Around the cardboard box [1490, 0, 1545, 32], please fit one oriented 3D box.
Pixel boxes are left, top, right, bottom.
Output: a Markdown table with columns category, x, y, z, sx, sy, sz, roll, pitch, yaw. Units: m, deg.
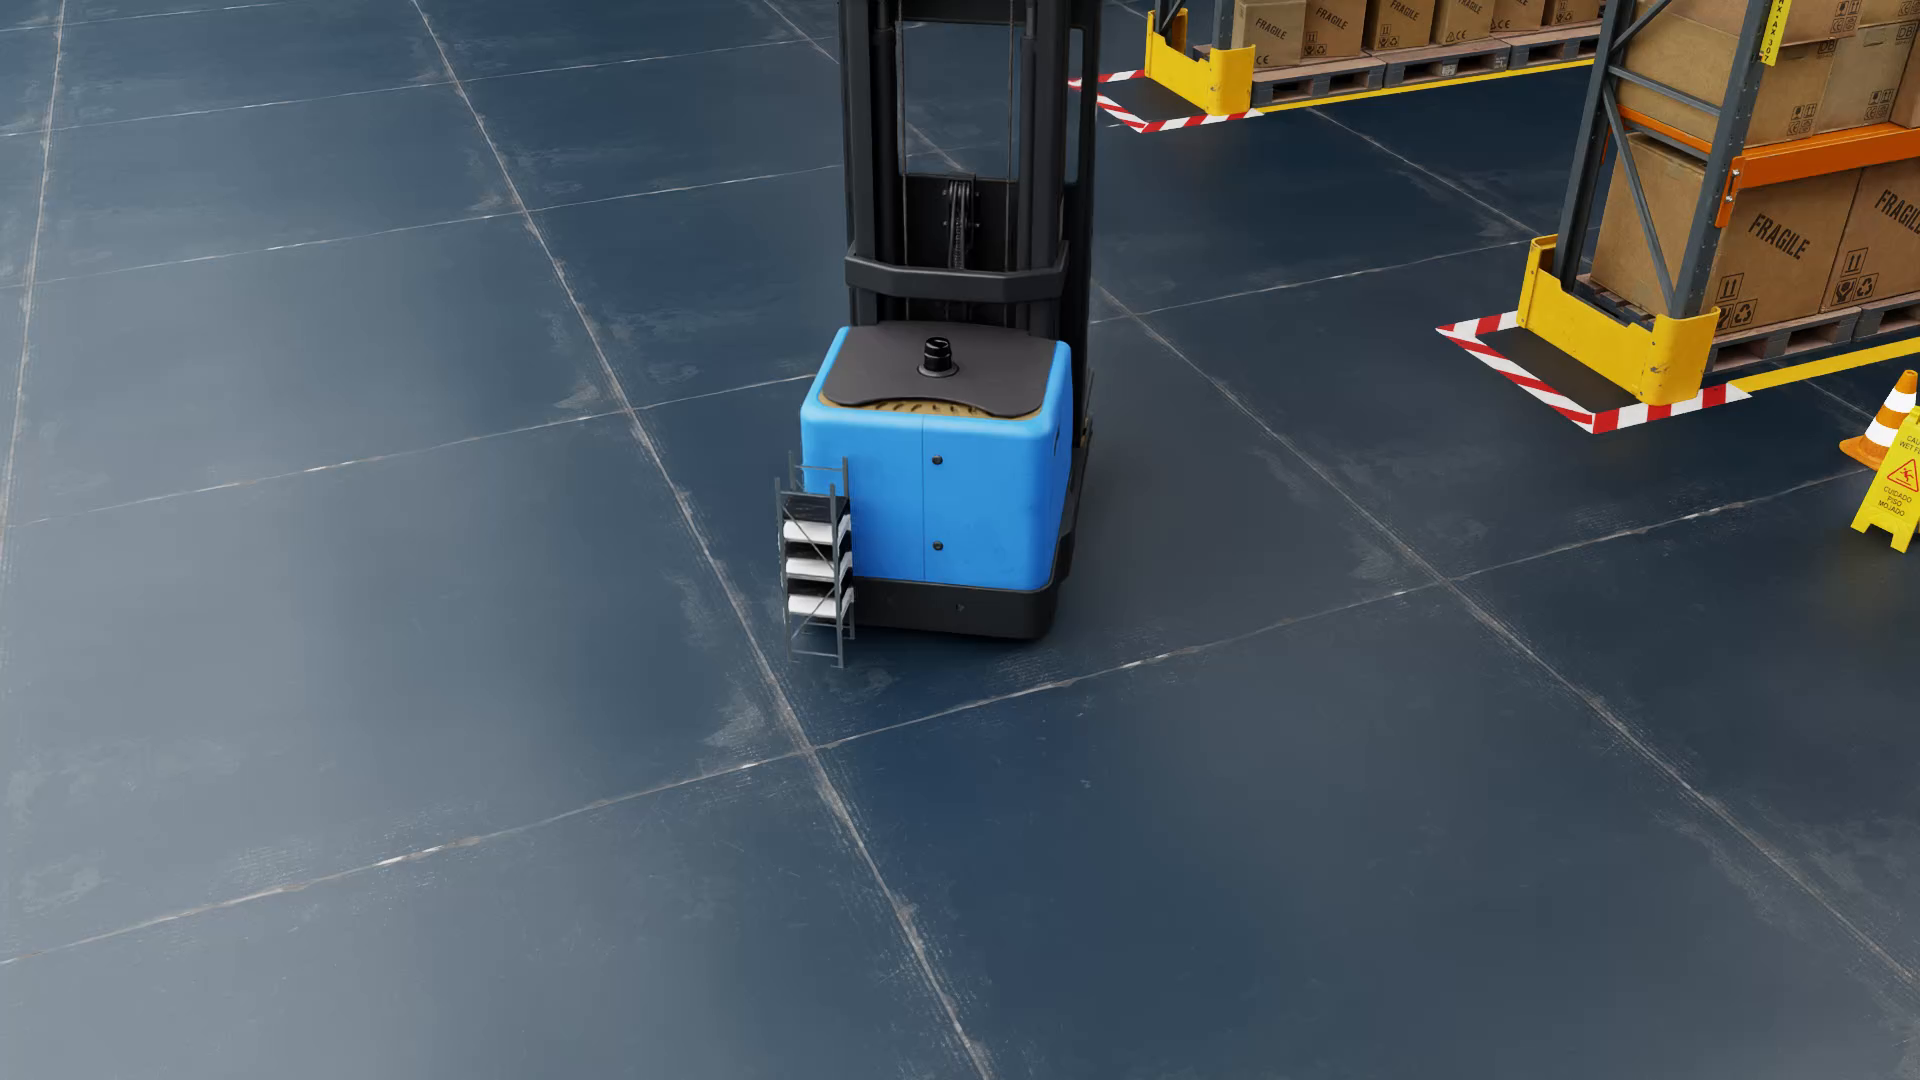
| category | x | y | z | sx | sy | sz | roll | pitch | yaw |
| --- | --- | --- | --- | --- | --- | --- | --- | --- | --- |
| cardboard box | 4.582 | -4.592 | 13.963 | 0.500 | 0.500 | 0.500 | -2 | 33 | -4 |

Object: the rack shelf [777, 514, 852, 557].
| category | x | y | z | sx | sy | sz | roll | pitch | yaw |
| --- | --- | --- | --- | --- | --- | --- | --- | --- | --- |
| rack shelf | -0.584 | -0.031 | 6.704 | 0.258 | 0.077 | 0.200 | 6 | 33 | 9 |

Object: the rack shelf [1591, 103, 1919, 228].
| category | x | y | z | sx | sy | sz | roll | pitch | yaw |
| --- | --- | --- | --- | --- | --- | --- | --- | --- | --- |
| rack shelf | 5.474 | -2.413 | 9.368 | 4.000 | 0.370 | 1.077 | -13 | 35 | -19 |

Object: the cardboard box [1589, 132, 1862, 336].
| category | x | y | z | sx | sy | sz | roll | pitch | yaw |
| --- | --- | --- | --- | --- | --- | --- | --- | --- | --- |
| cardboard box | 4.230 | -1.754 | 9.259 | 0.875 | 0.875 | 0.875 | -13 | 35 | -19 |

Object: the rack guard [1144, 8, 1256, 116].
| category | x | y | z | sx | sy | sz | roll | pitch | yaw |
| --- | --- | --- | --- | --- | --- | --- | --- | --- | --- |
| rack guard | 1.873 | -3.776 | 13.095 | 0.348 | 0.500 | 1.175 | -13 | 35 | -19 |

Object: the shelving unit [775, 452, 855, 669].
| category | x | y | z | sx | sy | sz | roll | pitch | yaw |
| --- | --- | --- | --- | --- | --- | --- | --- | --- | --- |
| shelving unit | -0.584 | 0.092 | 6.784 | 0.258 | 0.900 | 0.210 | 6 | 33 | 9 |

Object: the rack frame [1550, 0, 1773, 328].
| category | x | y | z | sx | sy | sz | roll | pitch | yaw |
| --- | --- | --- | --- | --- | --- | --- | --- | --- | --- |
| rack frame | 3.630 | -2.292 | 8.523 | 0.127 | 3.000 | 1.000 | -13 | 35 | -19 |

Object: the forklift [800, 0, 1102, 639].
| category | x | y | z | sx | sy | sz | roll | pitch | yaw |
| --- | --- | --- | --- | --- | --- | --- | --- | --- | --- |
| forklift | 0.075 | -1.603 | 7.526 | 1.130 | 2.935 | 3.031 | 5 | 33 | 7 |

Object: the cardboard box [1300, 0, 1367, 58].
| category | x | y | z | sx | sy | sz | roll | pitch | yaw |
| --- | --- | --- | --- | --- | --- | --- | --- | --- | --- |
| cardboard box | 2.923 | -4.203 | 13.366 | 0.500 | 0.500 | 0.500 | -4 | 33 | -6 |

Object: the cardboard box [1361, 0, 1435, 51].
| category | x | y | z | sx | sy | sz | roll | pitch | yaw |
| --- | --- | --- | --- | --- | --- | --- | --- | --- | --- |
| cardboard box | 3.508 | -4.326 | 13.555 | 0.500 | 0.500 | 0.500 | -10 | 34 | -14 |

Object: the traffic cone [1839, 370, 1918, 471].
| category | x | y | z | sx | sy | sz | roll | pitch | yaw |
| --- | --- | --- | --- | --- | --- | --- | --- | --- | --- |
| traffic cone | 4.670 | -0.627 | 8.290 | 0.334 | 0.463 | 0.336 | -13 | 35 | -19 |

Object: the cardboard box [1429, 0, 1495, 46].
| category | x | y | z | sx | sy | sz | roll | pitch | yaw |
| --- | --- | --- | --- | --- | --- | --- | --- | --- | --- |
| cardboard box | 4.040 | -4.421 | 13.701 | 0.500 | 0.500 | 0.500 | -16 | 36 | -23 |

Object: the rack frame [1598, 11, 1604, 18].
| category | x | y | z | sx | sy | sz | roll | pitch | yaw |
| --- | --- | --- | --- | --- | --- | --- | --- | --- | --- |
| rack frame | 5.491 | -5.652 | 13.687 | 0.127 | 3.000 | 1.000 | -13 | 35 | -19 |

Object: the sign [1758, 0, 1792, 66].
| category | x | y | z | sx | sy | sz | roll | pitch | yaw |
| --- | --- | --- | --- | --- | --- | --- | --- | --- | --- |
| sign | 3.839 | -2.408 | 7.834 | 0.005 | 0.325 | 0.100 | -13 | 35 | -19 |

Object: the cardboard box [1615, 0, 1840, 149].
| category | x | y | z | sx | sy | sz | roll | pitch | yaw |
| --- | --- | --- | --- | --- | --- | --- | --- | --- | --- |
| cardboard box | 3.955 | -2.456 | 8.637 | 0.550 | 0.550 | 0.875 | -13 | 35 | -19 |

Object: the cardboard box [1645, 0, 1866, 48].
| category | x | y | z | sx | sy | sz | roll | pitch | yaw |
| --- | --- | --- | --- | --- | --- | --- | --- | --- | --- |
| cardboard box | 3.987 | -2.867 | 8.278 | 0.550 | 0.550 | 0.875 | -13 | 35 | -19 |

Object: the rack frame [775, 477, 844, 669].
| category | x | y | z | sx | sy | sz | roll | pitch | yaw |
| --- | --- | --- | --- | --- | --- | --- | --- | --- | --- |
| rack frame | -0.603 | 0.146 | 6.700 | 0.240 | 0.900 | 0.006 | 6 | 33 | 9 |

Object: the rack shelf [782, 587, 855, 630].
| category | x | y | z | sx | sy | sz | roll | pitch | yaw |
| --- | --- | --- | --- | --- | --- | --- | --- | --- | --- |
| rack shelf | -0.584 | 0.271 | 6.900 | 0.258 | 0.077 | 0.200 | 6 | 33 | 9 |

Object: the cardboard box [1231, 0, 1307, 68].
| category | x | y | z | sx | sy | sz | roll | pitch | yaw |
| --- | --- | --- | --- | --- | --- | --- | --- | --- | --- |
| cardboard box | 2.385 | -4.060 | 13.146 | 0.500 | 0.500 | 0.500 | -7 | 34 | -10 |

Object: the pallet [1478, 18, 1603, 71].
| category | x | y | z | sx | sy | sz | roll | pitch | yaw |
| --- | --- | --- | --- | --- | --- | --- | --- | --- | --- |
| pallet | 4.886 | -4.324 | 14.202 | 1.213 | 0.211 | 1.003 | -13 | 35 | -19 |

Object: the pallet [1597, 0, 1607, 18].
| category | x | y | z | sx | sy | sz | roll | pitch | yaw |
| --- | --- | --- | --- | --- | --- | --- | --- | --- | --- |
| pallet | 6.209 | -4.649 | 14.701 | 1.213 | 0.211 | 1.003 | -13 | 35 | -19 |

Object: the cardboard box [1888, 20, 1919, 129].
| category | x | y | z | sx | sy | sz | roll | pitch | yaw |
| --- | --- | --- | --- | --- | --- | --- | --- | --- | --- |
| cardboard box | 5.018 | -2.639 | 8.917 | 0.550 | 0.550 | 0.875 | -13 | 35 | -19 |

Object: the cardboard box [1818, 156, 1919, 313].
| category | x | y | z | sx | sy | sz | roll | pitch | yaw |
| --- | --- | --- | --- | --- | --- | --- | --- | --- | --- |
| cardboard box | 5.040 | -1.941 | 9.546 | 0.875 | 0.875 | 0.875 | -13 | 35 | -20 |

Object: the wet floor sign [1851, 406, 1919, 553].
| category | x | y | z | sx | sy | sz | roll | pitch | yaw |
| --- | --- | --- | --- | --- | --- | --- | --- | --- | --- |
| wet floor sign | 4.370 | -0.304 | 7.625 | 0.232 | 0.644 | 0.267 | -19 | 38 | -27 |

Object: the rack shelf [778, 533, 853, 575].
| category | x | y | z | sx | sy | sz | roll | pitch | yaw |
| --- | --- | --- | --- | --- | --- | --- | --- | --- | --- |
| rack shelf | -0.584 | 0.044 | 6.753 | 0.258 | 0.077 | 0.200 | 6 | 33 | 9 |

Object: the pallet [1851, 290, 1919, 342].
| category | x | y | z | sx | sy | sz | roll | pitch | yaw |
| --- | --- | --- | --- | --- | --- | --- | --- | --- | --- |
| pallet | 5.460 | -1.587 | 9.996 | 1.213 | 0.211 | 1.003 | -13 | 35 | -19 |

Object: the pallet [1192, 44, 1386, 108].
| category | x | y | z | sx | sy | sz | roll | pitch | yaw |
| --- | --- | --- | --- | --- | --- | --- | --- | --- | --- |
| pallet | 2.636 | -3.809 | 13.410 | 1.213 | 0.211 | 1.003 | -13 | 35 | -19 |

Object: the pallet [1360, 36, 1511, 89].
| category | x | y | z | sx | sy | sz | roll | pitch | yaw |
| --- | --- | --- | --- | --- | --- | --- | --- | --- | --- |
| pallet | 3.759 | -4.064 | 13.803 | 1.213 | 0.211 | 1.003 | -13 | 35 | -19 |

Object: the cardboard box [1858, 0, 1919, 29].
| category | x | y | z | sx | sy | sz | roll | pitch | yaw |
| --- | --- | --- | --- | --- | --- | --- | --- | --- | --- |
| cardboard box | 4.459 | -3.029 | 8.528 | 0.550 | 0.550 | 0.875 | -13 | 35 | -19 |

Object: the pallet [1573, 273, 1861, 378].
| category | x | y | z | sx | sy | sz | roll | pitch | yaw |
| --- | --- | --- | --- | --- | --- | --- | --- | --- | --- |
| pallet | 4.337 | -1.332 | 9.603 | 1.213 | 0.211 | 1.003 | -13 | 35 | -19 |

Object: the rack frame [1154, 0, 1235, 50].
| category | x | y | z | sx | sy | sz | roll | pitch | yaw |
| --- | --- | --- | --- | --- | --- | --- | --- | --- | --- |
| rack frame | 1.803 | -4.808 | 12.389 | 0.127 | 3.000 | 1.000 | -13 | 35 | -19 |

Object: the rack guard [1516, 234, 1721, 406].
| category | x | y | z | sx | sy | sz | roll | pitch | yaw |
| --- | --- | --- | --- | --- | --- | --- | --- | --- | --- |
| rack guard | 3.608 | -1.240 | 9.197 | 0.348 | 0.500 | 1.175 | -13 | 35 | -19 |

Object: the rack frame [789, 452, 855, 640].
| category | x | y | z | sx | sy | sz | roll | pitch | yaw |
| --- | --- | --- | --- | --- | --- | --- | --- | --- | --- |
| rack frame | -0.566 | 0.037 | 6.868 | 0.240 | 0.900 | 0.006 | 6 | 33 | 9 |

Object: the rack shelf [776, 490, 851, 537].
| category | x | y | z | sx | sy | sz | roll | pitch | yaw |
| --- | --- | --- | --- | --- | --- | --- | --- | --- | --- |
| rack shelf | -0.584 | -0.107 | 6.655 | 0.258 | 0.077 | 0.200 | 6 | 33 | 9 |

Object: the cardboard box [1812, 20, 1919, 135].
| category | x | y | z | sx | sy | sz | roll | pitch | yaw |
| --- | --- | --- | --- | --- | --- | --- | --- | --- | --- |
| cardboard box | 4.453 | -2.584 | 8.833 | 0.550 | 0.550 | 0.875 | -13 | 35 | -19 |

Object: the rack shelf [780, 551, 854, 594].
| category | x | y | z | sx | sy | sz | roll | pitch | yaw |
| --- | --- | --- | --- | --- | --- | --- | --- | --- | --- |
| rack shelf | -0.584 | 0.120 | 6.802 | 0.258 | 0.077 | 0.200 | 6 | 33 | 9 |

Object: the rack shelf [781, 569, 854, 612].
| category | x | y | z | sx | sy | sz | roll | pitch | yaw |
| --- | --- | --- | --- | --- | --- | --- | --- | --- | --- |
| rack shelf | -0.584 | 0.195 | 6.851 | 0.258 | 0.077 | 0.200 | 6 | 33 | 9 |

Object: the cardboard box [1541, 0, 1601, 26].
| category | x | y | z | sx | sy | sz | roll | pitch | yaw |
| --- | --- | --- | --- | --- | --- | --- | --- | --- | --- |
| cardboard box | 5.107 | -4.716 | 14.155 | 0.500 | 0.500 | 0.500 | -14 | 36 | -20 |
